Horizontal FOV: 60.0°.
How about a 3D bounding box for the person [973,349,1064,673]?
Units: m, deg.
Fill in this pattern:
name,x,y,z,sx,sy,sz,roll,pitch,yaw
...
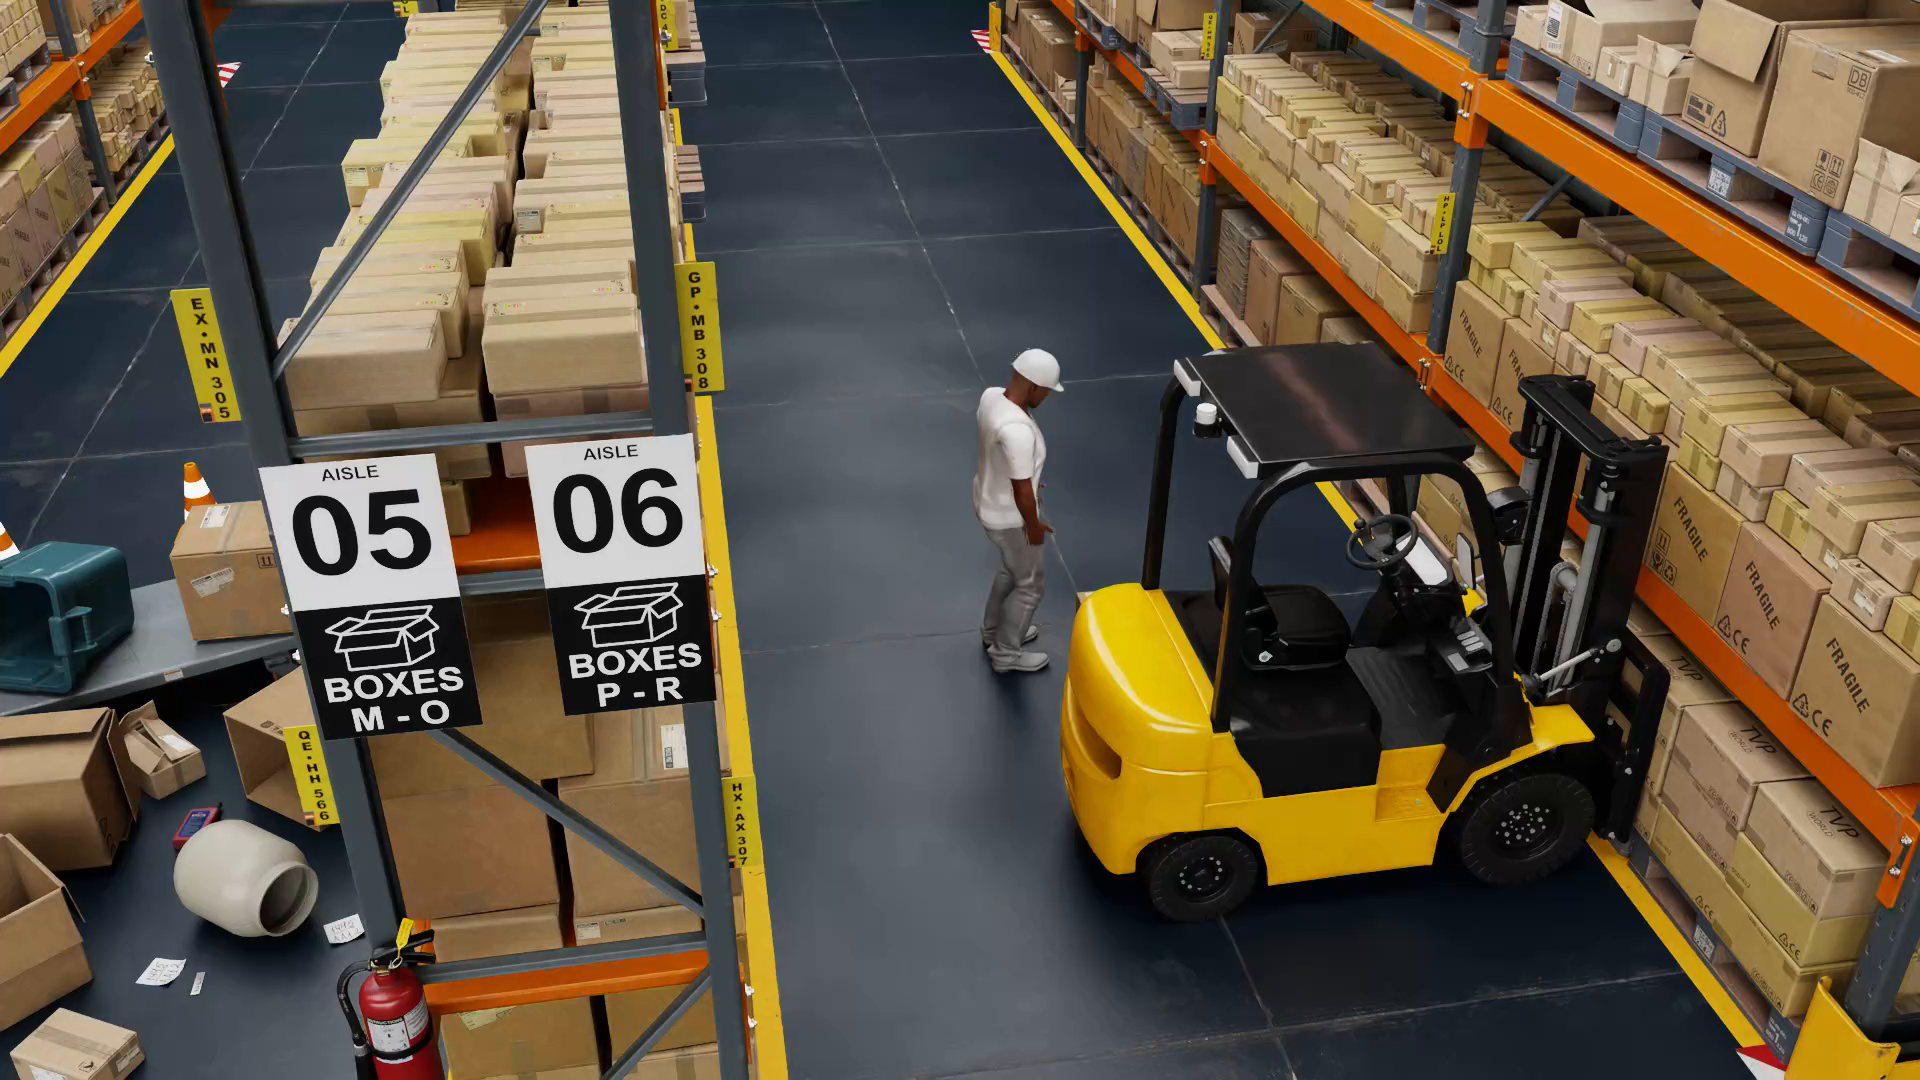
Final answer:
name,x,y,z,sx,sy,sz,roll,pitch,yaw
person,0.289,-0.162,8.433,0.437,1.724,0.588,-5,31,-8
